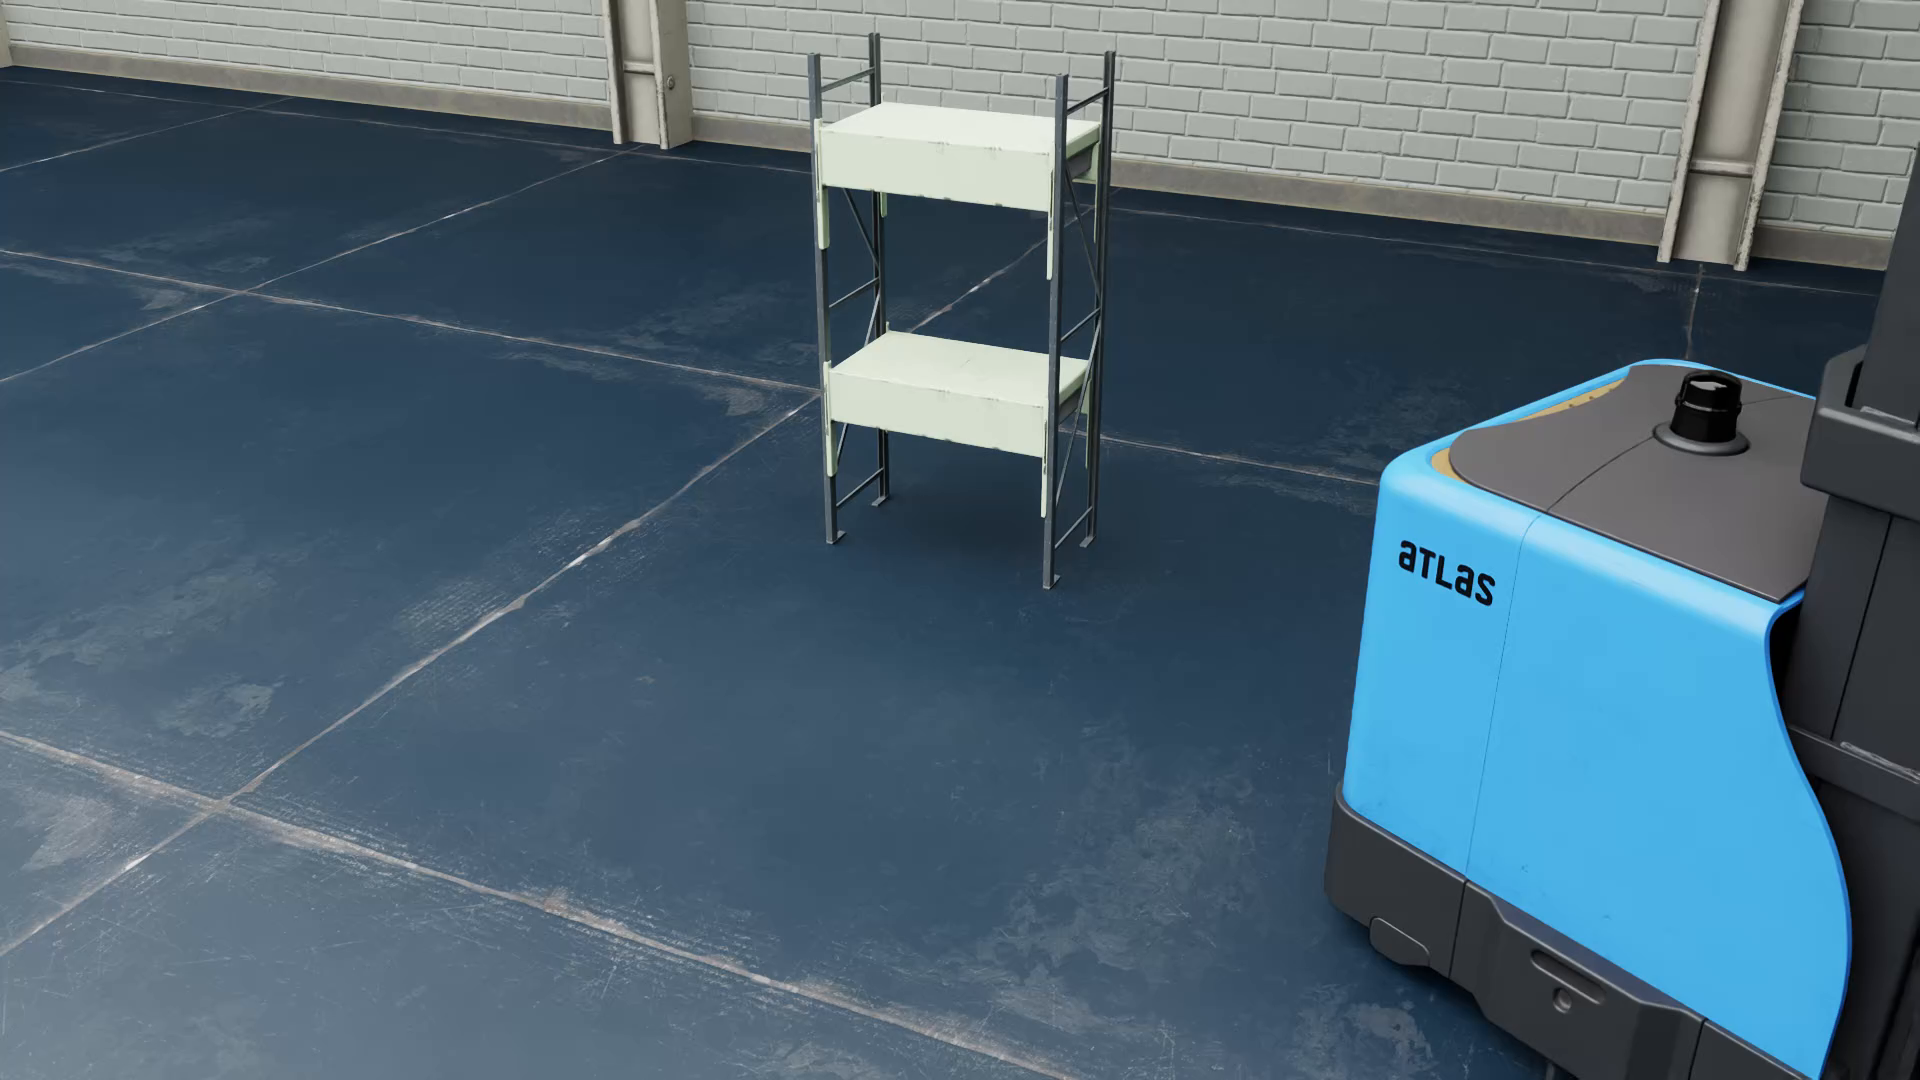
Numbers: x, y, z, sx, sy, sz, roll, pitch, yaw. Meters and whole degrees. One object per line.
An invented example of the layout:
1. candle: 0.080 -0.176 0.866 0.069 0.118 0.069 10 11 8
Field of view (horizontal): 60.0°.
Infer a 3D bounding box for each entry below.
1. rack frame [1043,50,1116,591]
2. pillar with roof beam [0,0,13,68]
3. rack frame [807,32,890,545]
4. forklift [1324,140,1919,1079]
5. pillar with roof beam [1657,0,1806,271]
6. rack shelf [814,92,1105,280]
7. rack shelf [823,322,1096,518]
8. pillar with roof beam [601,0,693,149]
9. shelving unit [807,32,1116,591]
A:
1. rack frame: 0.339 -0.605 4.780 0.023 1.500 0.400 11 28 22
2. pillar with roof beam: -9.125 -5.861 6.967 0.400 9.000 9.100 11 28 22
3. rack frame: -0.327 -0.739 5.052 0.023 1.500 0.400 11 28 22
4. forklift: 2.091 -0.128 2.191 1.130 2.935 3.031 -19 32 -34
5. pillar with roof beam: 1.799 -3.667 2.510 0.400 9.000 9.100 11 28 22
6. rack shelf: 0.006 -1.022 4.744 0.720 0.370 0.431 11 28 22
7. rack shelf: 0.006 -0.379 5.060 0.720 0.370 0.431 11 28 22
8. pillar with roof beam: -3.663 -4.764 4.738 0.400 9.000 9.100 11 28 22
9. shelving unit: 0.006 -0.672 4.916 0.755 1.500 0.431 11 28 22
